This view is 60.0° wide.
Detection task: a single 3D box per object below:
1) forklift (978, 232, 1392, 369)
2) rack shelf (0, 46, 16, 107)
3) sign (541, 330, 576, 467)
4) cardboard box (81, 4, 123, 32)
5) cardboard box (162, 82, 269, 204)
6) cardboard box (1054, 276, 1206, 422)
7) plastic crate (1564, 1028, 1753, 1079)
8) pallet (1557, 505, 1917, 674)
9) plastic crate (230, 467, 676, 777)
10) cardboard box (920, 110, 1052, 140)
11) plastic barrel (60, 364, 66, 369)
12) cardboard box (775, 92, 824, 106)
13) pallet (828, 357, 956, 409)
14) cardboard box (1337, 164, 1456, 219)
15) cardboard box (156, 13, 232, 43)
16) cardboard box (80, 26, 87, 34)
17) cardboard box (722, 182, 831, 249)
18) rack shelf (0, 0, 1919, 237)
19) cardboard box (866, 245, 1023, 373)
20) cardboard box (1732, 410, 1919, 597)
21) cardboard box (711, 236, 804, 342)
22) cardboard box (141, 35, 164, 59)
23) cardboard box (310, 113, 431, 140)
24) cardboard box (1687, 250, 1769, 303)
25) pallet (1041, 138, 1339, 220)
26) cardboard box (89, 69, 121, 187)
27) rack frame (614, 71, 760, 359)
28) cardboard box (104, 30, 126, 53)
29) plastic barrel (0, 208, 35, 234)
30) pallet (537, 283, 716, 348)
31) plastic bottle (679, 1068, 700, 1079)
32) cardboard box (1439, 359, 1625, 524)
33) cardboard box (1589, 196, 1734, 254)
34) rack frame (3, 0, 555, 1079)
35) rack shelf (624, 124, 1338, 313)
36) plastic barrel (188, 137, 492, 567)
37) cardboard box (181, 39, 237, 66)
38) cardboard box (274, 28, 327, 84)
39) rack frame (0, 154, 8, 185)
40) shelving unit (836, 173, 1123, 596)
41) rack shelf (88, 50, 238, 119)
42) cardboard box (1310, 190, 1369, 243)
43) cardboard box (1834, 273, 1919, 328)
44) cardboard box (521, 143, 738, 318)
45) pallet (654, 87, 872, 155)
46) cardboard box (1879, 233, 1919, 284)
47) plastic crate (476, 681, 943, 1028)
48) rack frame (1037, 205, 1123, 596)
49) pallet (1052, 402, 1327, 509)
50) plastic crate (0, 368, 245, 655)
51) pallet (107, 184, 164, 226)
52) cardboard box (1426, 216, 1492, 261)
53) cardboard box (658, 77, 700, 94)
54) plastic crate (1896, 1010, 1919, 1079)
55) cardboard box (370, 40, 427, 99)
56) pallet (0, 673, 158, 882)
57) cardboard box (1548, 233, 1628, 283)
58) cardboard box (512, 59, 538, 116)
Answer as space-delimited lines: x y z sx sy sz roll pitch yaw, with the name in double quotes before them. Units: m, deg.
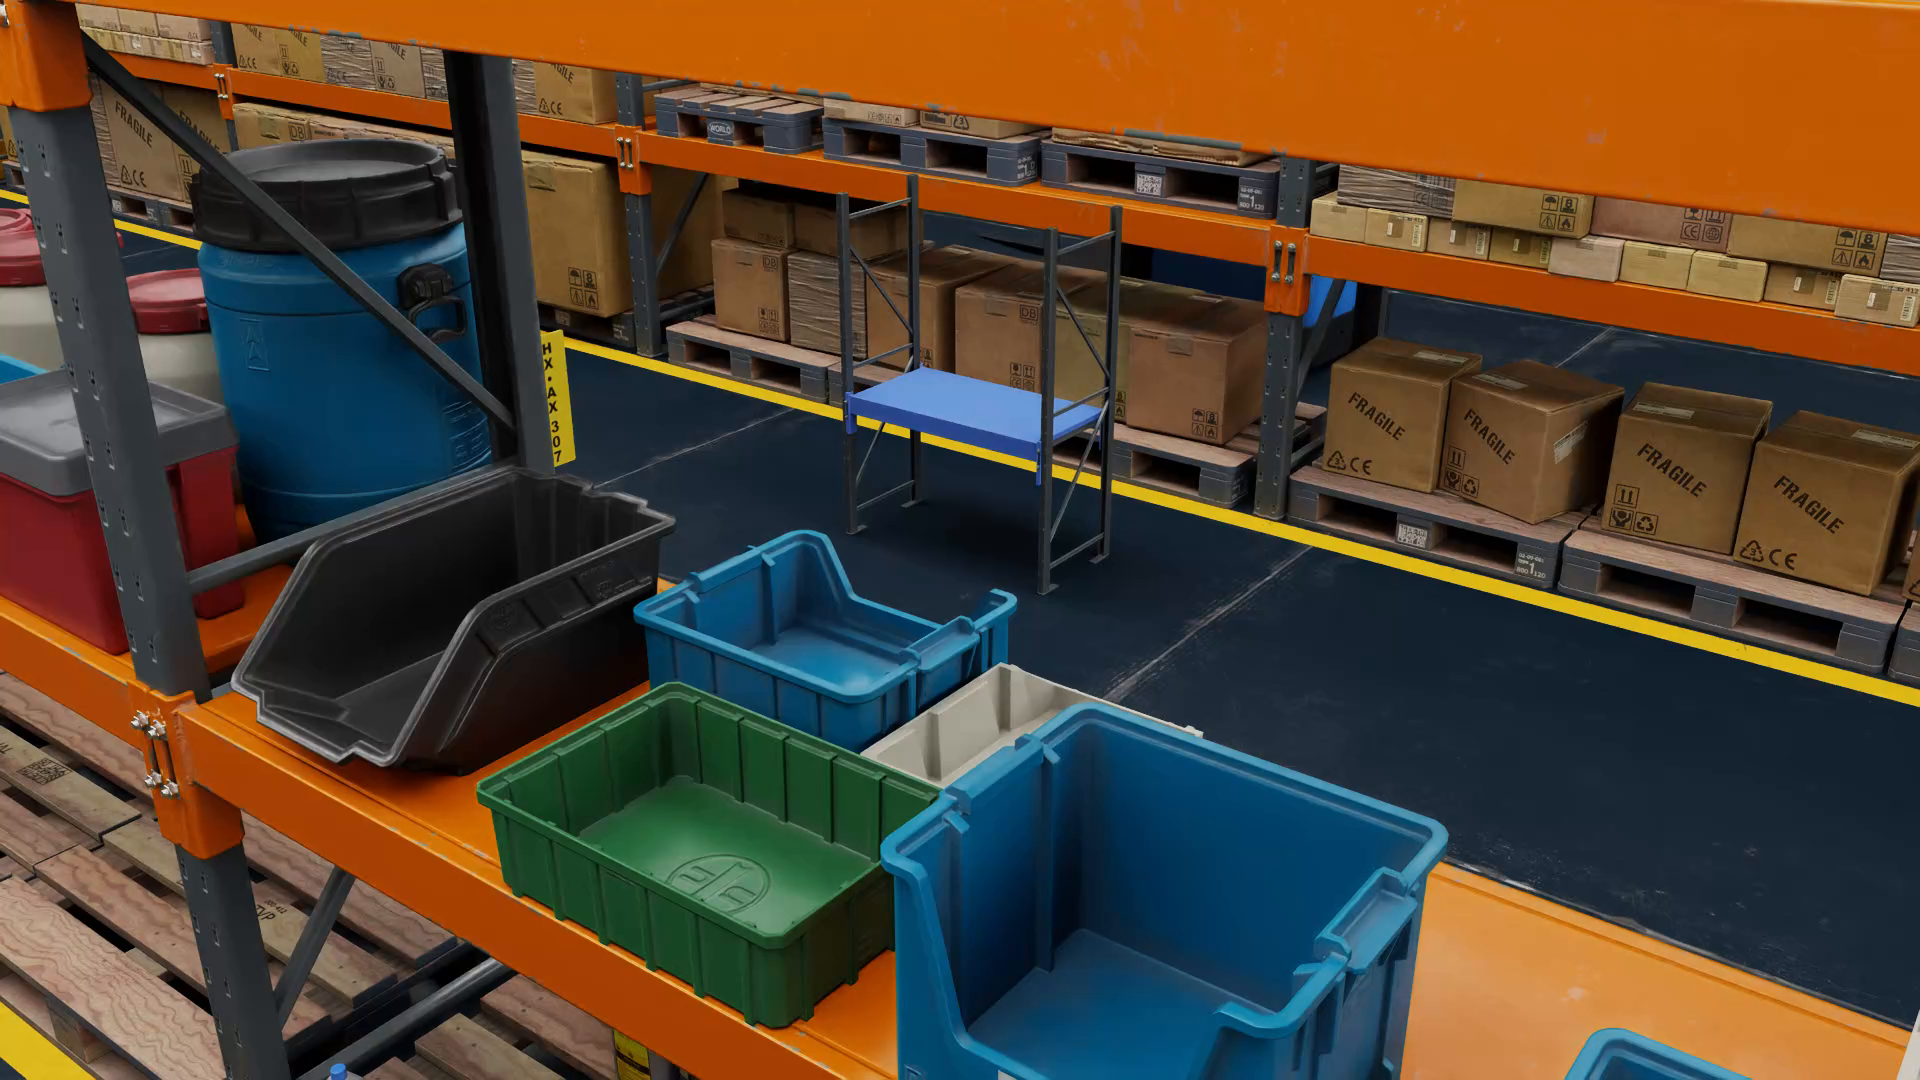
"forklift" 1.095 -2.758 9.875 3.031 2.935 1.130 19 30 36
"rack shelf" -2.904 -1.555 4.232 4.000 0.370 1.077 17 29 33
"sign" -0.965 -0.330 3.935 0.005 0.325 0.100 17 29 33
"cardboard box" -6.069 -3.898 12.194 0.500 0.250 0.500 18 29 34
"cardboard box" -5.215 -2.966 12.376 0.875 0.875 0.875 17 29 33
"cardboard box" 0.818 -0.960 8.264 0.500 0.500 0.700 17 29 33
"plastic crate" 0.801 0.824 1.844 0.408 0.251 0.499 17 29 33
"pallet" 3.206 0.096 6.771 1.213 0.211 1.003 17 29 33
"plastic crate" -0.961 0.168 3.226 0.504 0.338 0.767 17 29 33
"cardboard box" 0.225 -2.255 7.999 0.637 0.503 0.797 20 31 38
"plastic barrel" -2.270 -0.334 4.460 0.301 0.262 0.301 0 24 0
"cardboard box" -0.571 -2.611 8.811 0.700 0.500 0.500 -22 32 -40
"pallet" 0.063 -0.833 8.878 1.213 0.211 1.003 17 29 33
"cardboard box" 1.990 -1.679 6.848 0.500 0.500 0.875 17 29 33
"cardboard box" -5.245 -3.650 11.632 0.500 0.250 0.500 16 29 32
"cardboard box" -6.406 -3.786 12.435 0.250 0.149 0.380 17 29 34
"cardboard box" -0.979 -1.842 9.334 0.500 0.250 0.500 18 30 35
"rack shelf" 0.297 -0.588 2.036 4.000 0.370 1.077 17 29 33
"cardboard box" -0.076 -1.230 8.877 0.500 0.500 0.700 20 31 38
"cardboard box" 3.390 -0.155 6.460 0.500 0.500 0.500 20 31 38
"cardboard box" -0.985 -1.495 9.478 0.500 0.500 0.700 15 28 31
"cardboard box" -5.586 -3.538 11.871 0.250 0.149 0.380 16 29 32
"cardboard box" -3.495 -2.416 11.128 0.875 0.875 1.225 16 28 32
"cardboard box" 2.867 -1.004 6.119 0.250 0.149 0.380 17 29 33
"pallet" 1.143 -1.770 7.785 1.213 0.211 1.003 17 29 33
"cardboard box" -6.647 -3.399 13.358 0.875 0.875 0.875 17 29 33
"rack frame" -1.534 -2.593 9.416 0.127 3.000 1.000 17 29 33
"cardboard box" -5.999 -3.662 12.154 0.250 0.149 0.380 17 29 34
"plastic barrel" -2.871 -0.674 4.892 0.433 0.535 0.433 0 24 0
"pallet" -2.119 -1.532 10.466 1.213 0.211 1.003 17 29 33
"plastic bottle" -0.530 1.180 3.684 0.135 0.276 0.152 17 29 33
"cardboard box" 2.426 -0.429 7.082 0.500 0.500 0.500 -16 28 -31
"cardboard box" 2.830 -1.459 6.347 0.500 0.500 0.875 17 29 33
"rack frame" -1.303 -0.028 3.594 0.127 3.000 1.000 17 29 33
"rack shelf" 0.067 -1.781 8.463 4.000 0.370 1.077 17 29 33
"plastic barrel" -1.431 -0.449 3.926 0.708 0.901 0.600 17 29 33
"cardboard box" -5.175 -3.414 11.589 0.250 0.149 0.380 17 29 34
"cardboard box" -4.113 -3.293 10.880 0.500 0.500 0.500 17 29 33
"rack frame" -7.935 -4.528 13.807 0.127 3.000 1.000 17 29 33
"shelving unit" 0.068 -0.666 6.901 1.048 1.500 0.538 17 29 33
"rack shelf" -6.335 -3.715 12.854 4.000 0.370 1.077 17 29 33
"cardboard box" 1.659 -1.362 6.933 0.250 0.149 0.380 17 29 33
"cardboard box" 3.253 -0.875 5.827 0.250 0.149 0.380 17 29 33
"cardboard box" -2.073 -1.987 10.154 0.875 0.875 1.225 15 28 31
"pallet" -0.899 -2.368 9.141 1.003 0.211 1.213 17 29 33
"cardboard box" 3.598 -1.200 5.760 0.500 0.500 0.875 17 29 33
"plastic crate" -0.386 0.488 2.685 0.662 0.188 0.450 17 29 33
"rack frame" 0.475 -0.543 6.622 0.032 1.500 0.500 17 29 33
"pallet" 1.043 -0.538 8.209 1.213 0.211 1.003 17 29 33
"plastic crate" -1.874 -0.076 3.622 0.583 0.464 0.402 17 29 33
"pallet" -6.276 -2.789 13.317 1.213 0.211 1.003 17 29 33
"cardboard box" 2.068 -1.246 6.669 0.250 0.149 0.380 17 29 33
"cardboard box" -1.759 -2.844 9.862 0.500 0.500 0.500 18 29 35
"plastic crate" 1.374 0.740 2.178 0.250 0.136 0.298 17 29 33
"cardboard box" -3.297 -3.049 10.326 0.500 0.500 0.500 17 29 34
"pallet" -2.935 0.776 5.228 1.213 0.211 1.003 17 29 33
"cardboard box" 2.449 -1.115 6.372 0.250 0.149 0.380 17 29 33
"cardboard box" -2.473 -2.801 9.763 0.500 0.500 0.500 17 29 33
